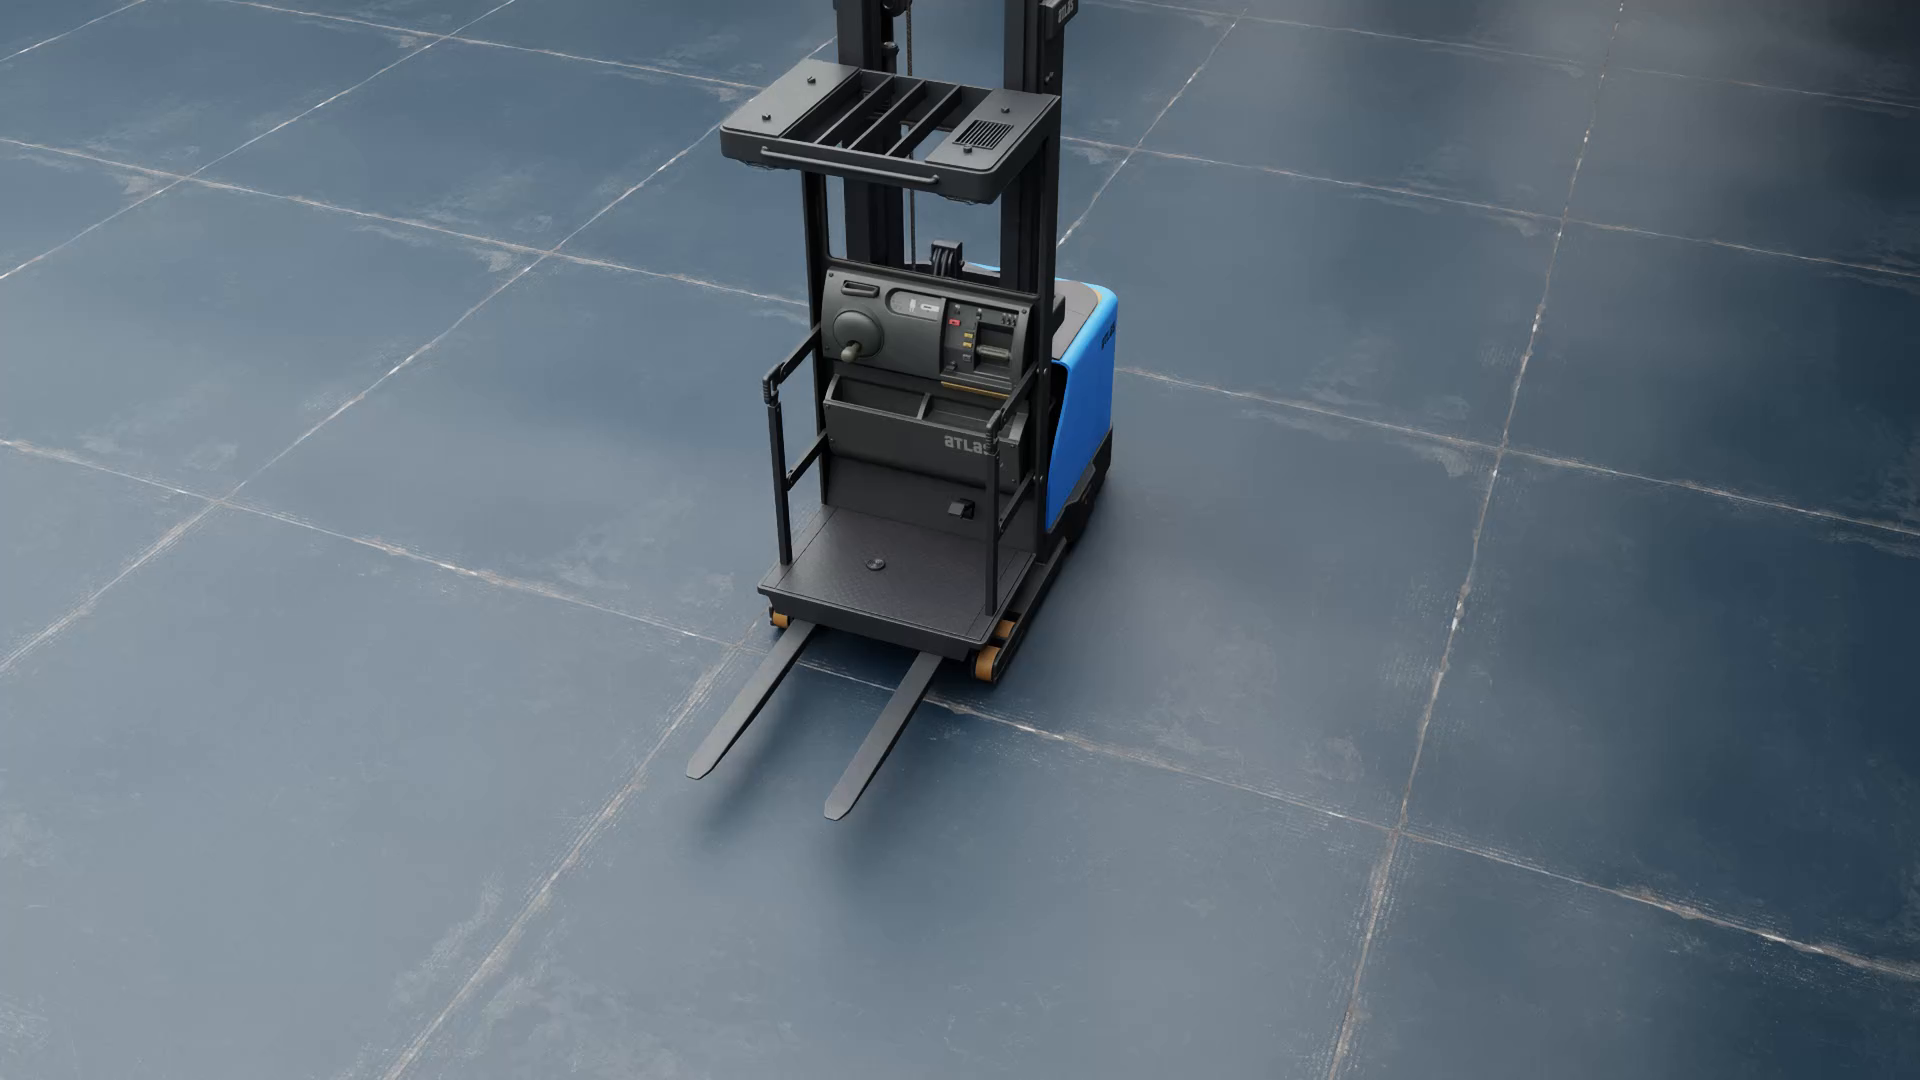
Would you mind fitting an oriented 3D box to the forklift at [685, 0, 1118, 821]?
[{"bbox_3d":[-0.229,-0.827,6.908,1.130,2.935,3.031,13,39,17],"label":"forklift"}]
